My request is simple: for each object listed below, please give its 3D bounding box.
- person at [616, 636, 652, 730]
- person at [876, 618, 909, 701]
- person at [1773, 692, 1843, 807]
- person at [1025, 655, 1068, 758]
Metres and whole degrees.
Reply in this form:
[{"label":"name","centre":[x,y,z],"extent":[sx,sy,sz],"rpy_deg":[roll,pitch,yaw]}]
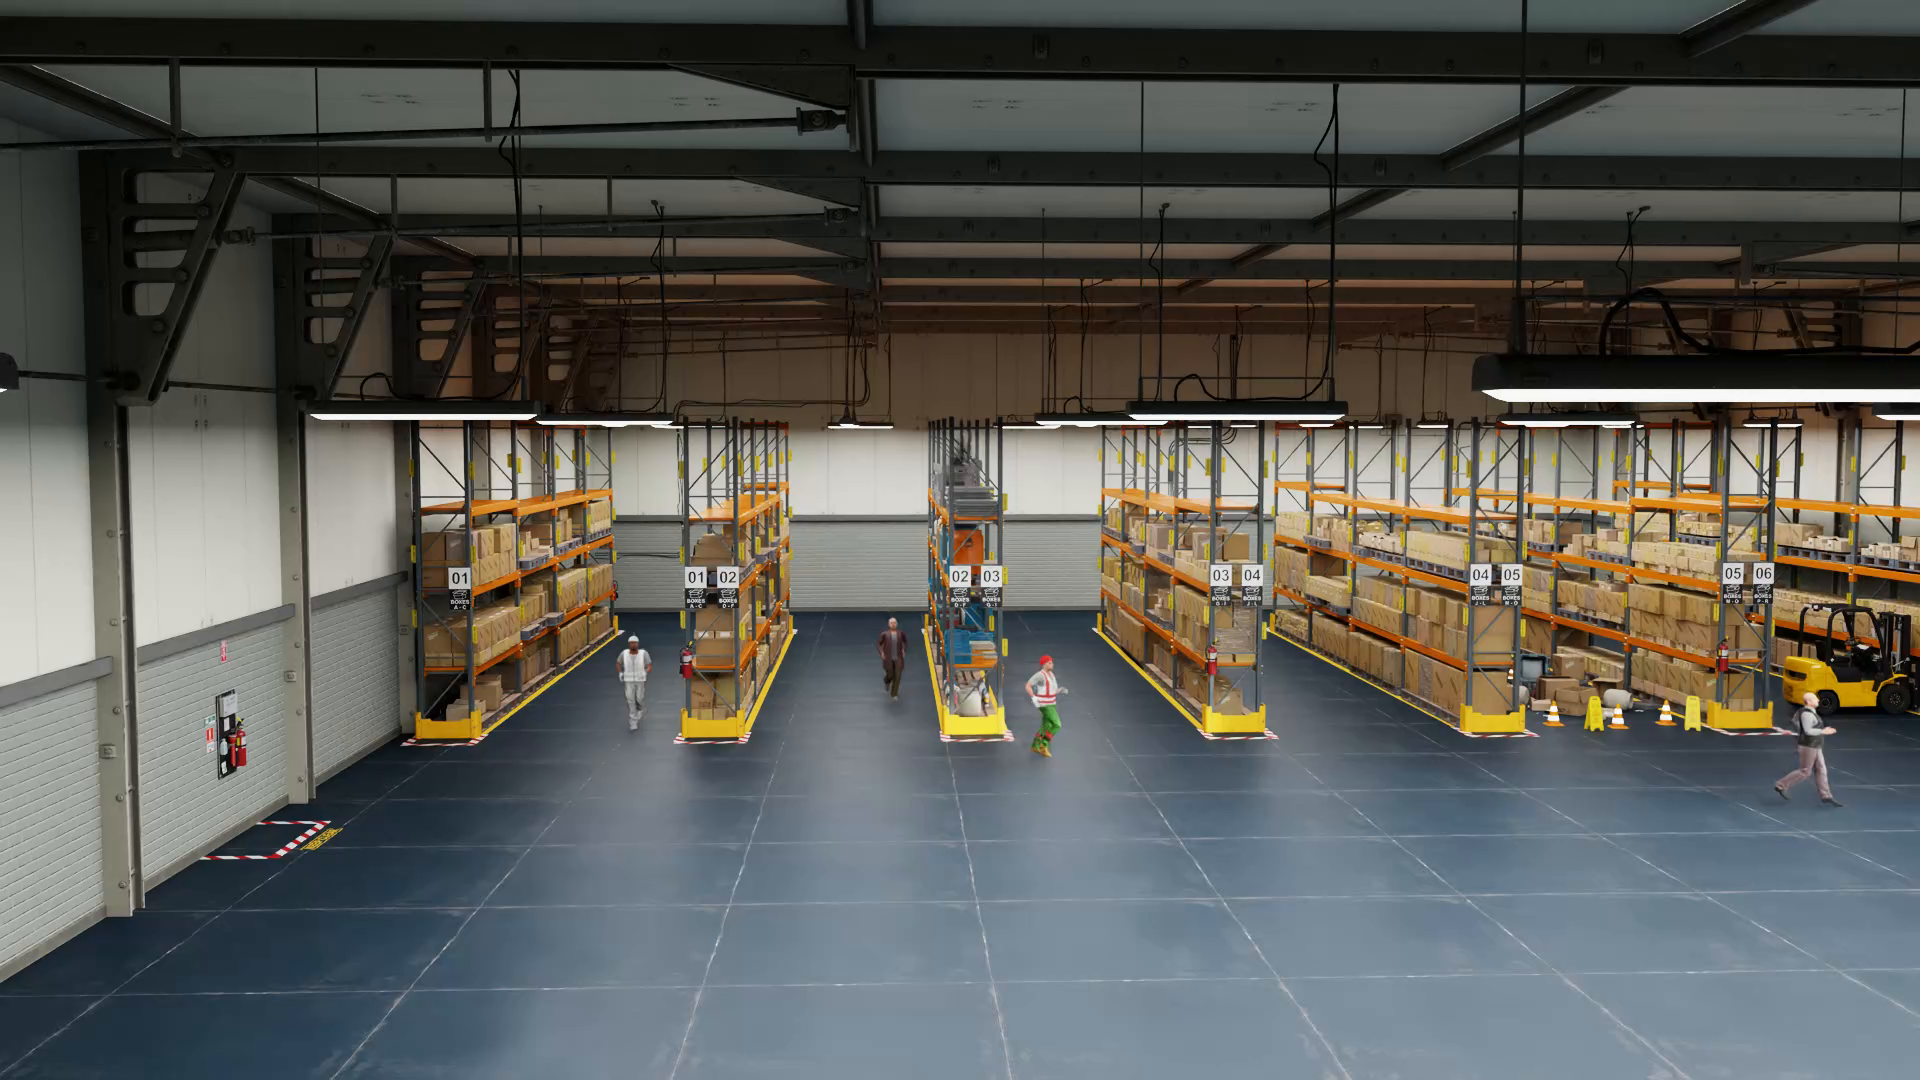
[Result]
[{"label":"person","centre":[-6.305,2.737,32.196],"extent":[0.688,1.779,0.871],"rpy_deg":[-1,4,-10]},{"label":"person","centre":[-1.431,2.580,35.586],"extent":[0.711,1.661,0.756],"rpy_deg":[-1,4,-12]},{"label":"person","centre":[12.953,3.182,25.359],"extent":[0.949,1.726,0.657],"rpy_deg":[2,4,32]},{"label":"person","centre":[1.547,2.922,29.230],"extent":[0.712,1.790,0.650],"rpy_deg":[2,4,26]}]
